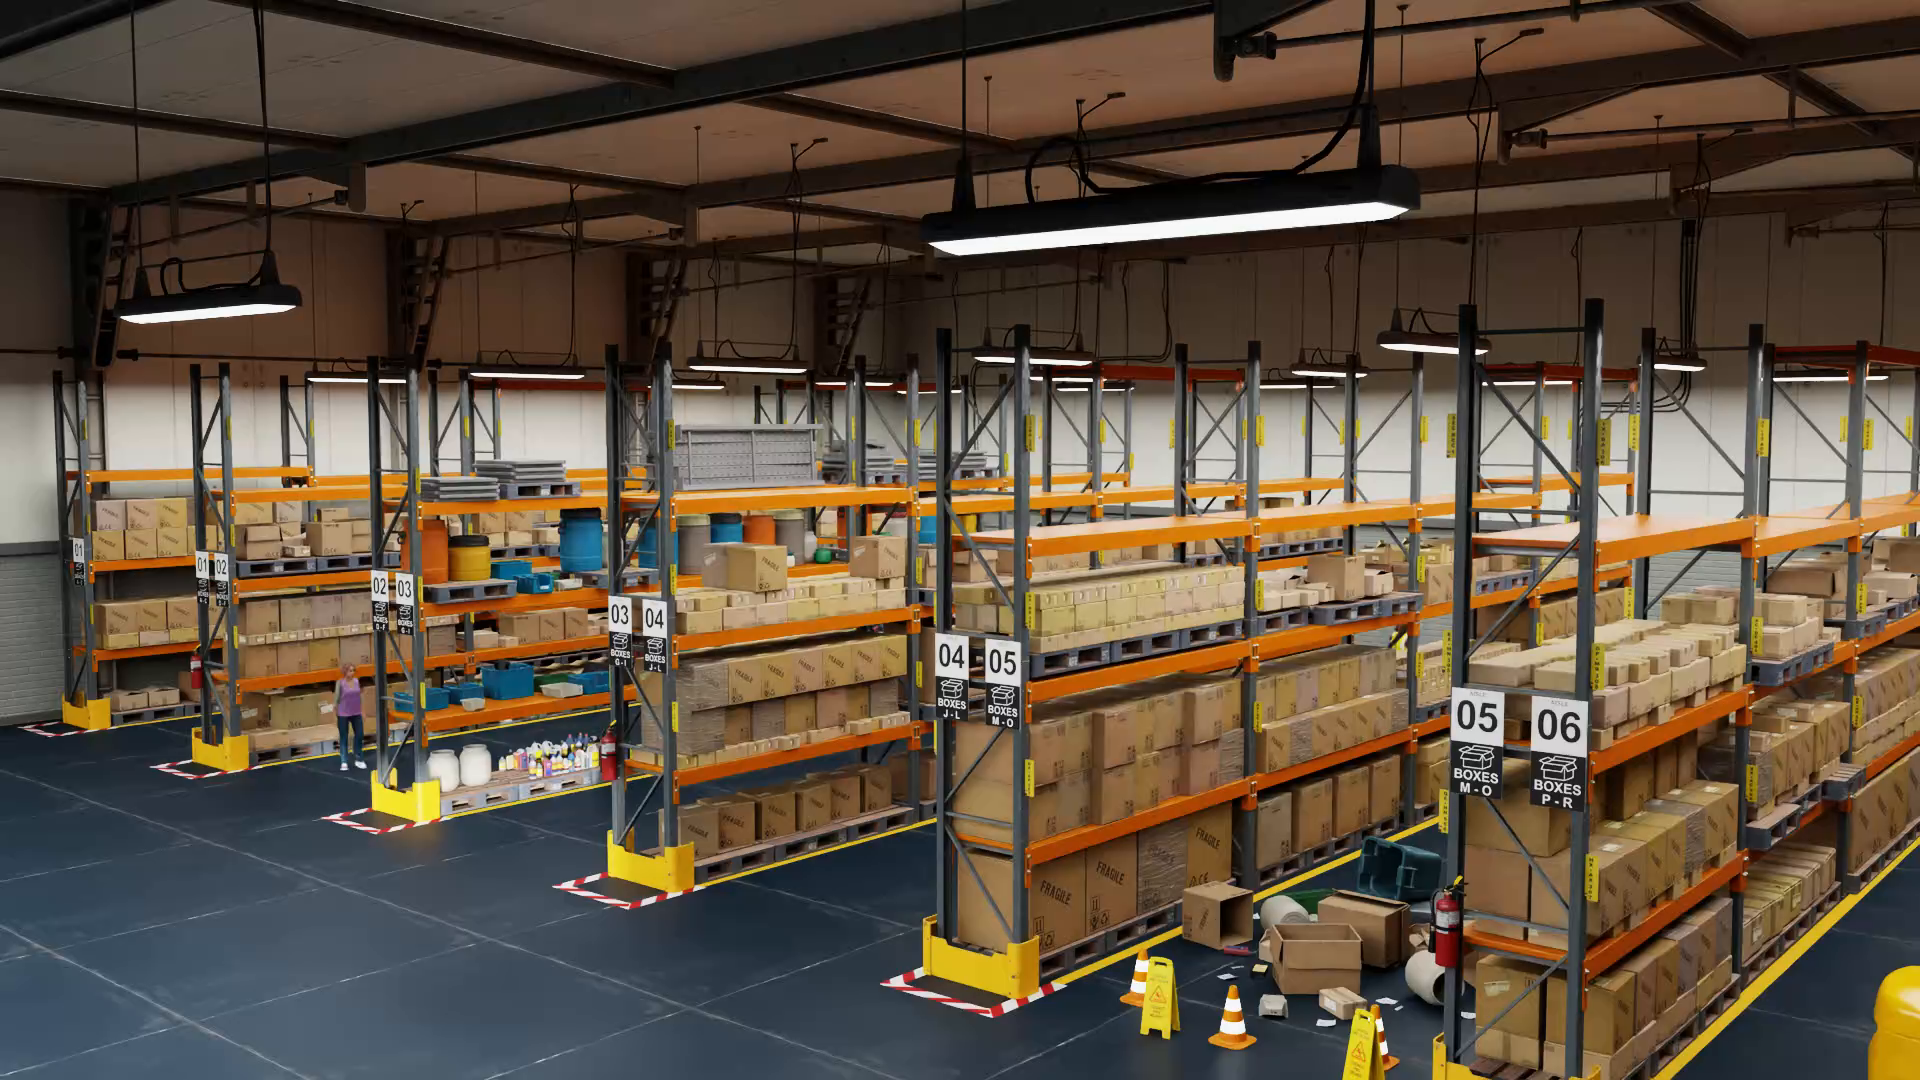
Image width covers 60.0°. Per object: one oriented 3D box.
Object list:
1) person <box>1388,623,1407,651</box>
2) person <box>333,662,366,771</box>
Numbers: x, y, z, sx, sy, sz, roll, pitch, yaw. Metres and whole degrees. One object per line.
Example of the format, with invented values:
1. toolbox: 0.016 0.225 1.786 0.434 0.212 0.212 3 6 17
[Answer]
1. person: 7.715 2.200 29.233 0.676 1.729 0.998 3 5 33
2. person: -9.041 2.625 24.586 0.331 1.656 0.503 4 6 44
